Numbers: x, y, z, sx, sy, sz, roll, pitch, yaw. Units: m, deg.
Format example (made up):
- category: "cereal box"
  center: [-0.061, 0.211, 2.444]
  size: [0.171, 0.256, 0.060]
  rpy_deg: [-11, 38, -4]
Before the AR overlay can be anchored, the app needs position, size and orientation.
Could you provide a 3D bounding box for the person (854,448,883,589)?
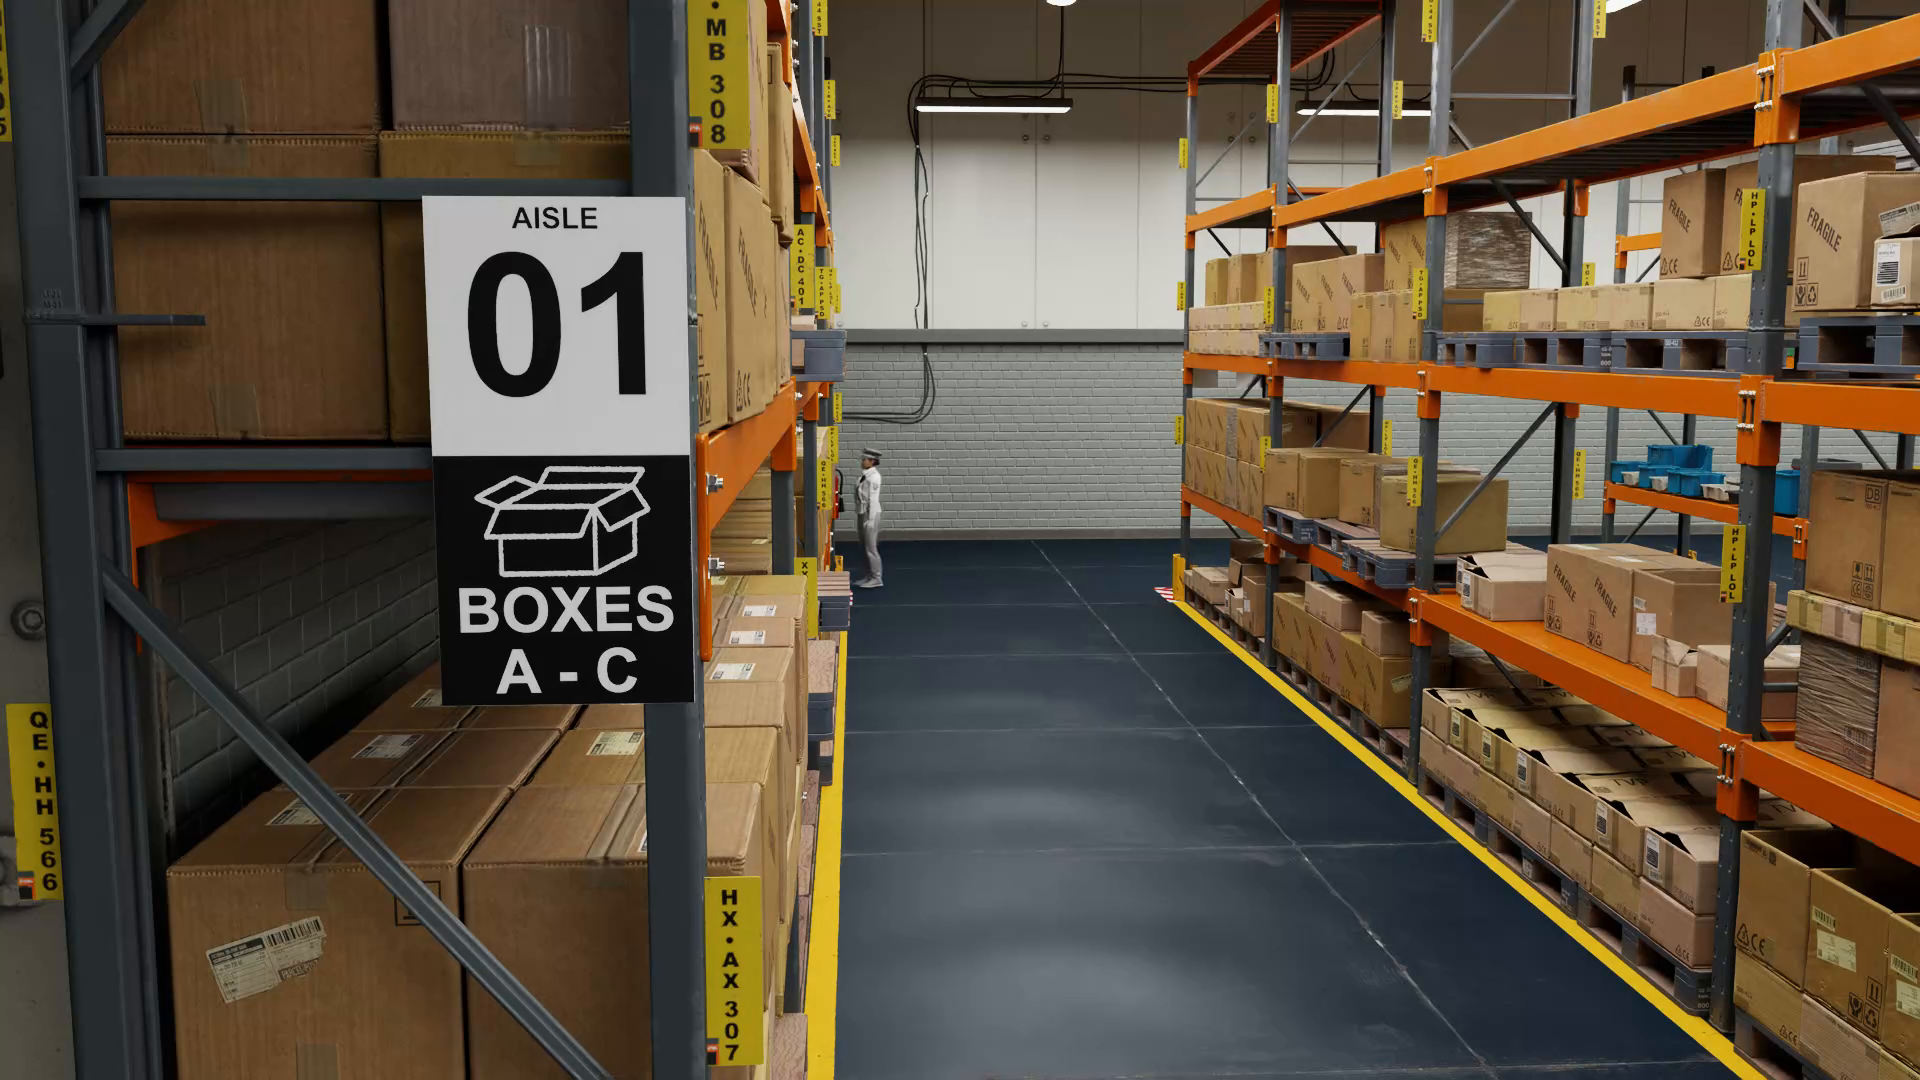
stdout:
- category: "person"
  center: [-1.105, -0.270, 19.902]
  size: [0.343, 1.679, 0.466]
  rpy_deg: [-3, 7, -20]
